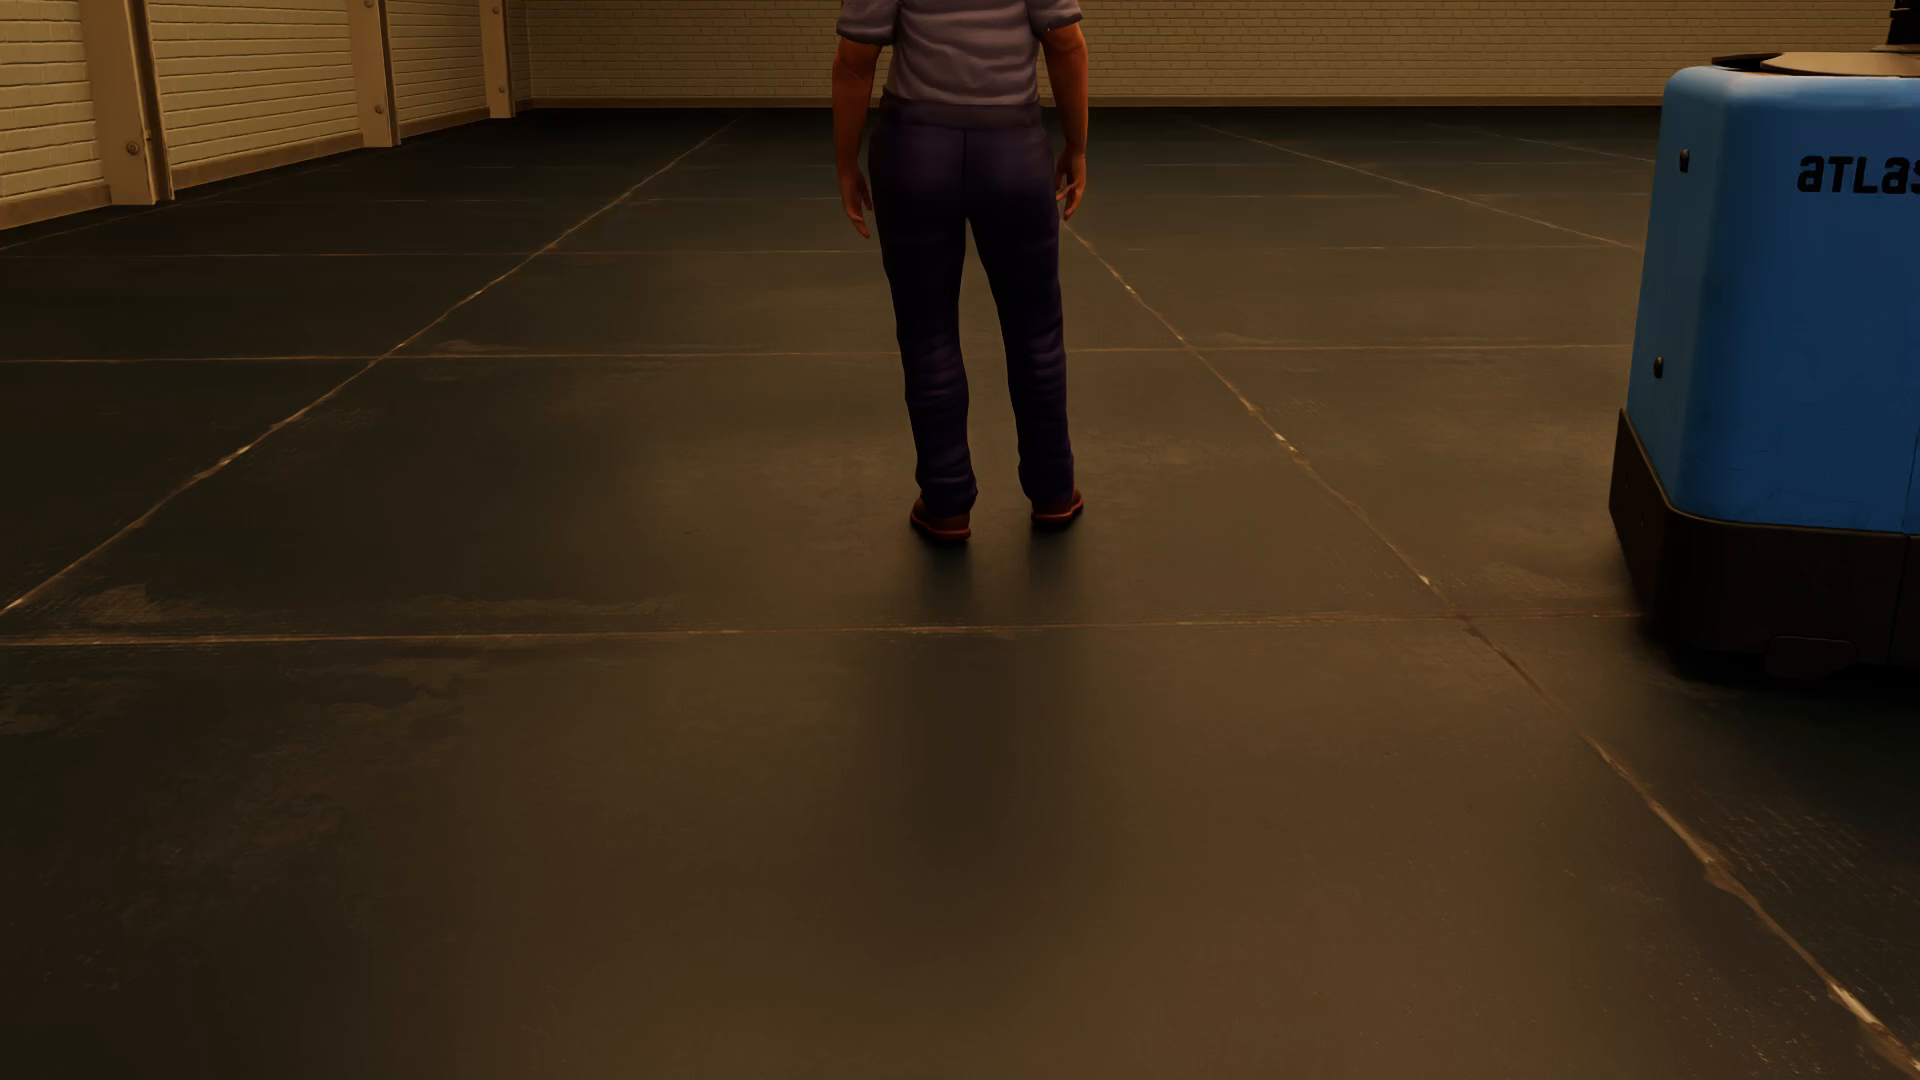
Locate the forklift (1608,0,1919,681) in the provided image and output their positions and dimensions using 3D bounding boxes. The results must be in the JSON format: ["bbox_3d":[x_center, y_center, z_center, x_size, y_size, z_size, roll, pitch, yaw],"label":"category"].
[{"bbox_3d":[2.874,-1.169,2.730,3.031,2.935,1.130,5,18,15],"label":"forklift"}]

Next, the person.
[{"bbox_3d":[0.018,-0.821,3.761,0.599,1.650,0.503,-1,17,-3],"label":"person"}]
